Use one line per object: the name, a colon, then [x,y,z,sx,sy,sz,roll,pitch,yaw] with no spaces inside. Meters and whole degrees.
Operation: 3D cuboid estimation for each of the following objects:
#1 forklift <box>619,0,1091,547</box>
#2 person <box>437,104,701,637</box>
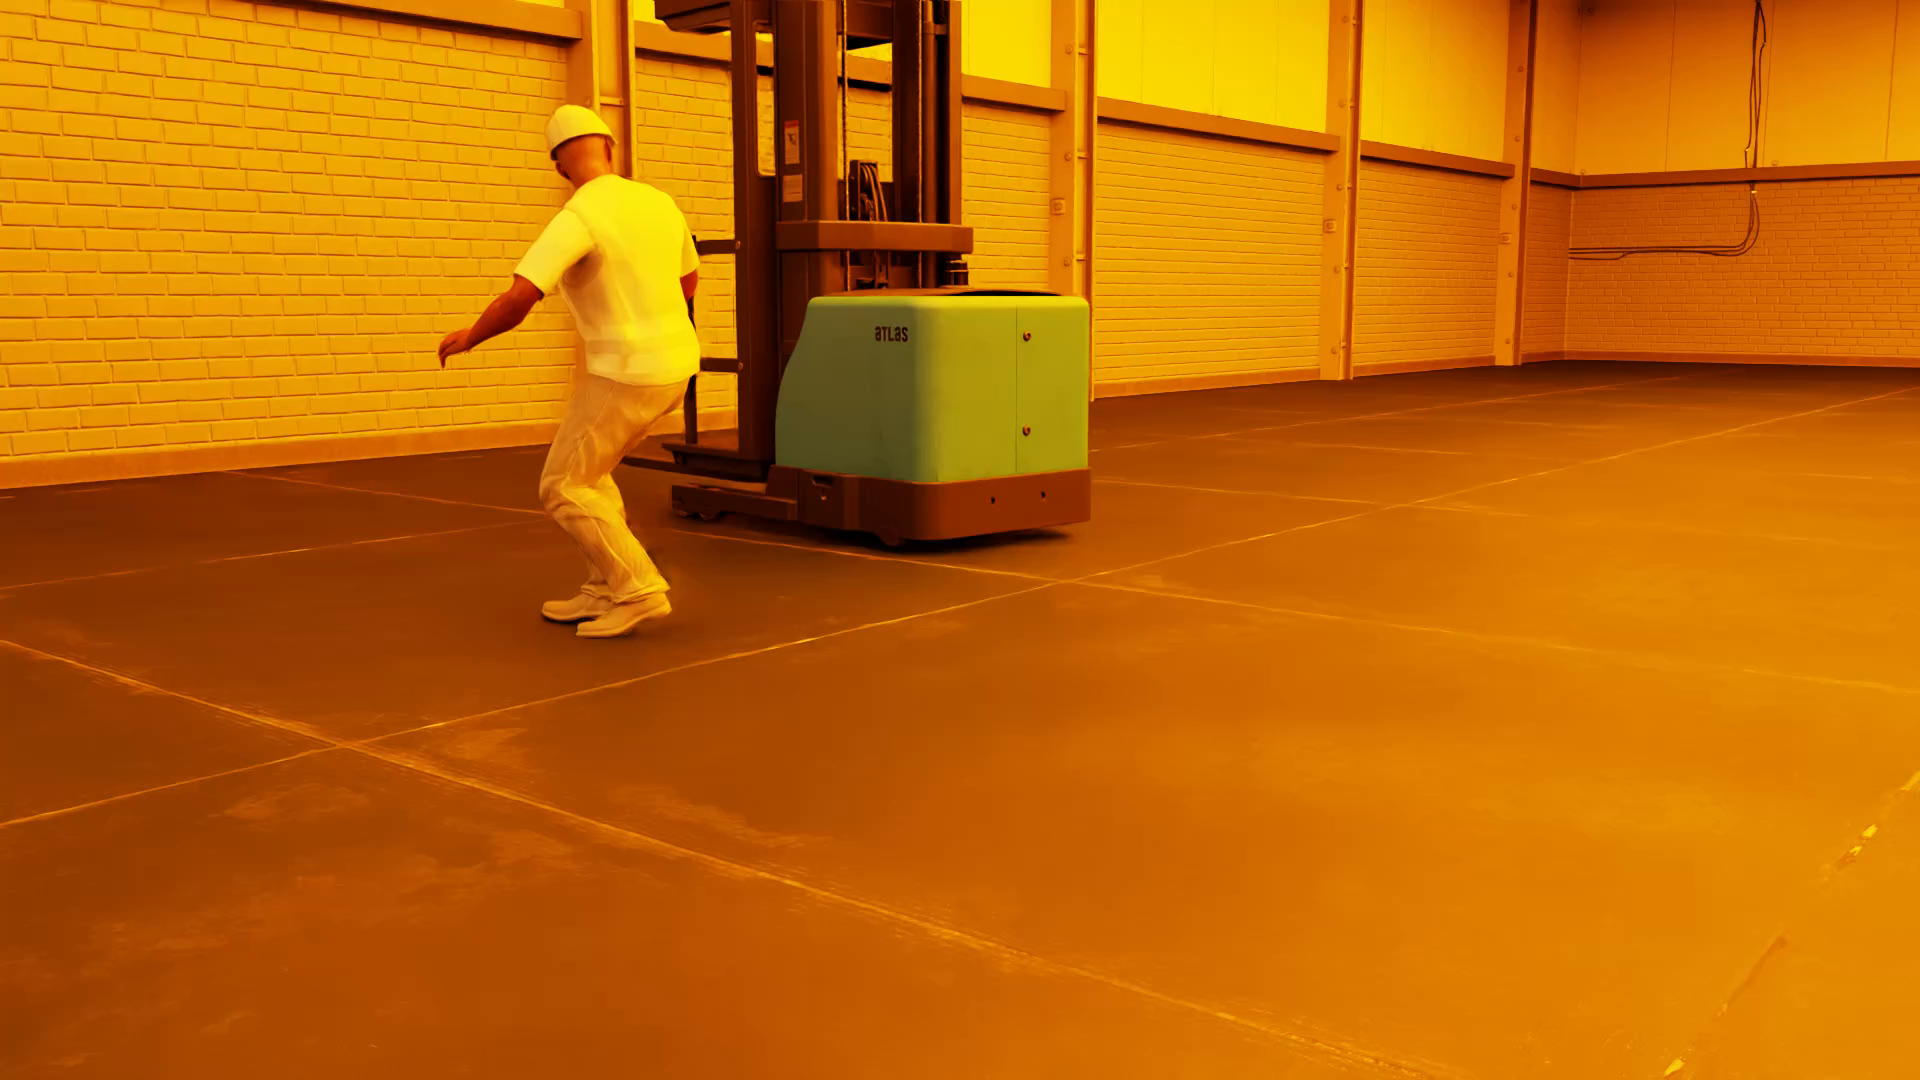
forklift: [-0.768,-1.583,8.101,1.130,2.935,3.031,-7,11,-42]
person: [-1.232,-0.548,5.394,0.730,1.673,0.853,2,9,14]
